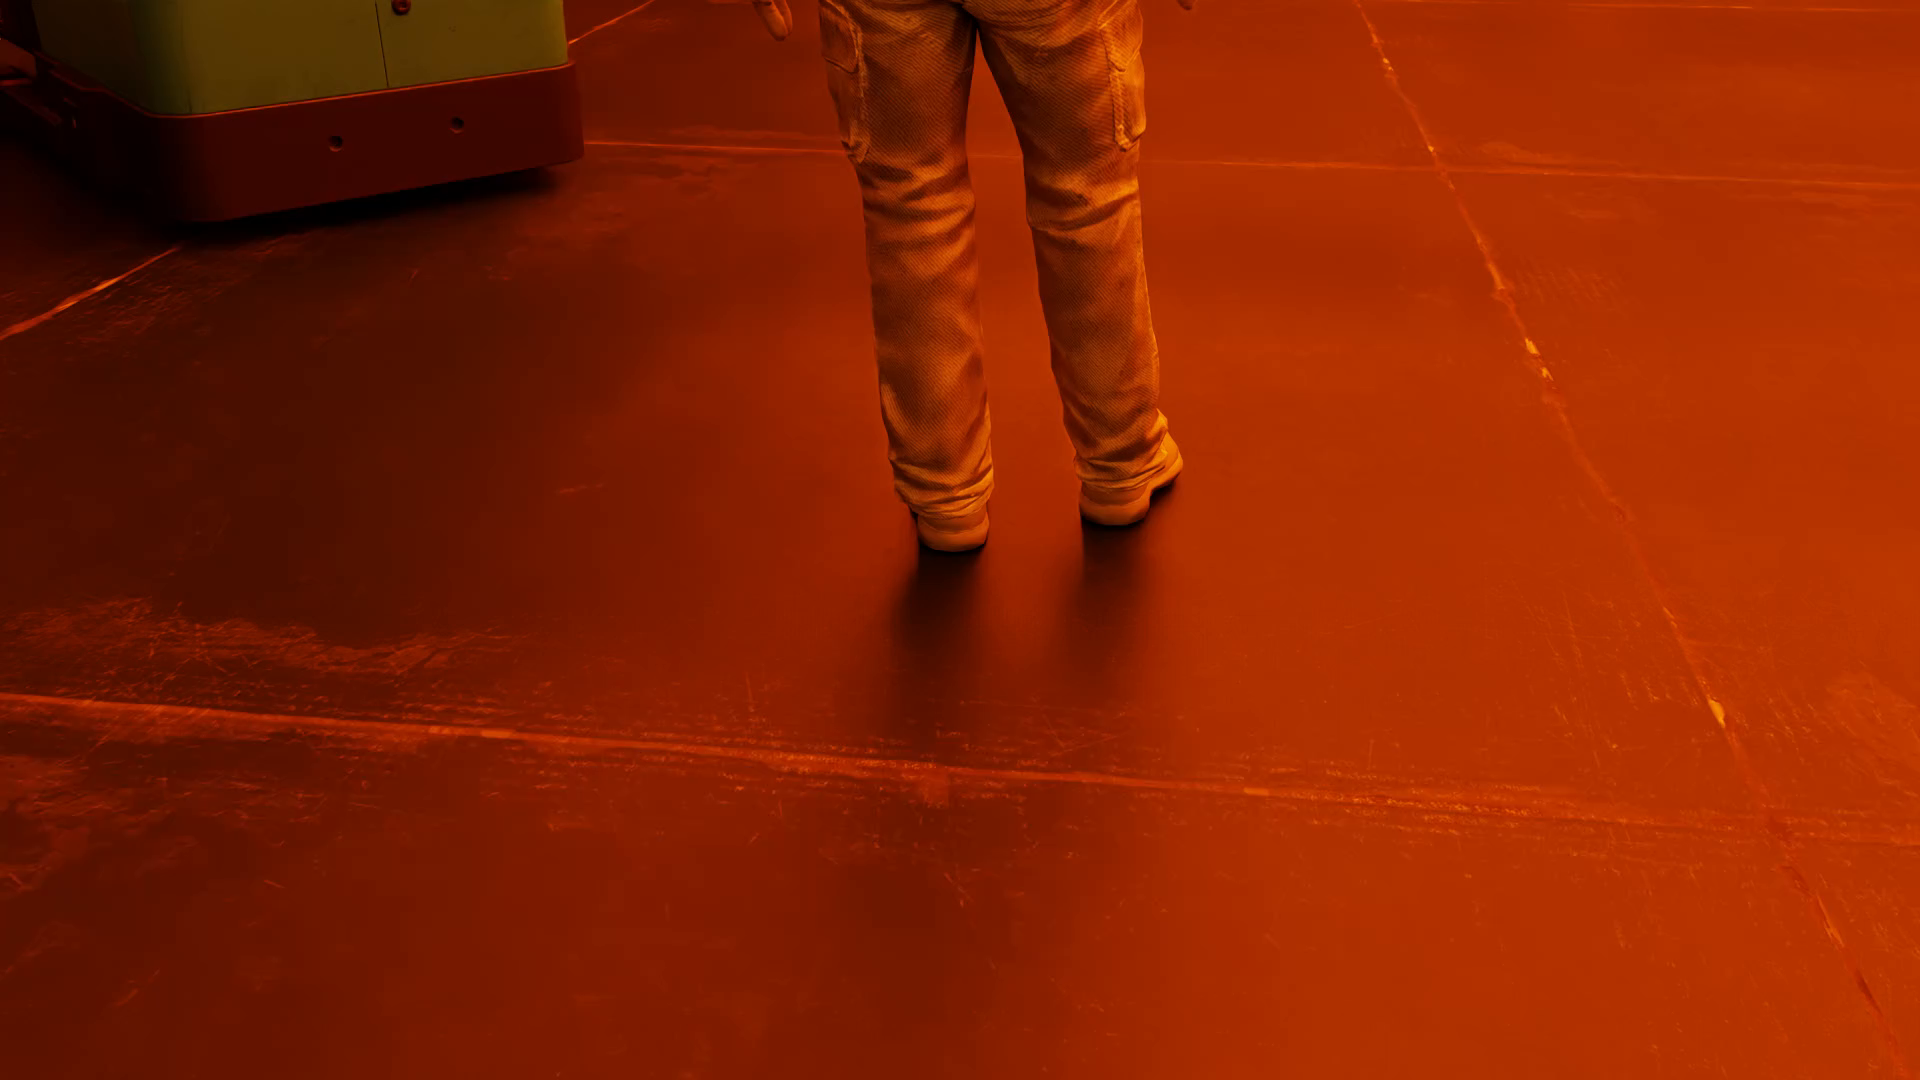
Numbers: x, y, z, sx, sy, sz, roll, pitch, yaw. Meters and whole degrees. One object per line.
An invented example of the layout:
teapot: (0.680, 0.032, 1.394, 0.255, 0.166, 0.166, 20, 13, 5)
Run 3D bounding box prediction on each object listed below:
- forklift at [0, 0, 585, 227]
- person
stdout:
forklift: (-2.308, -2.620, 4.469, 1.130, 2.935, 3.031, -20, 33, -35)
person: (0.019, -0.836, 2.161, 0.656, 1.782, 0.577, 3, 27, 7)
